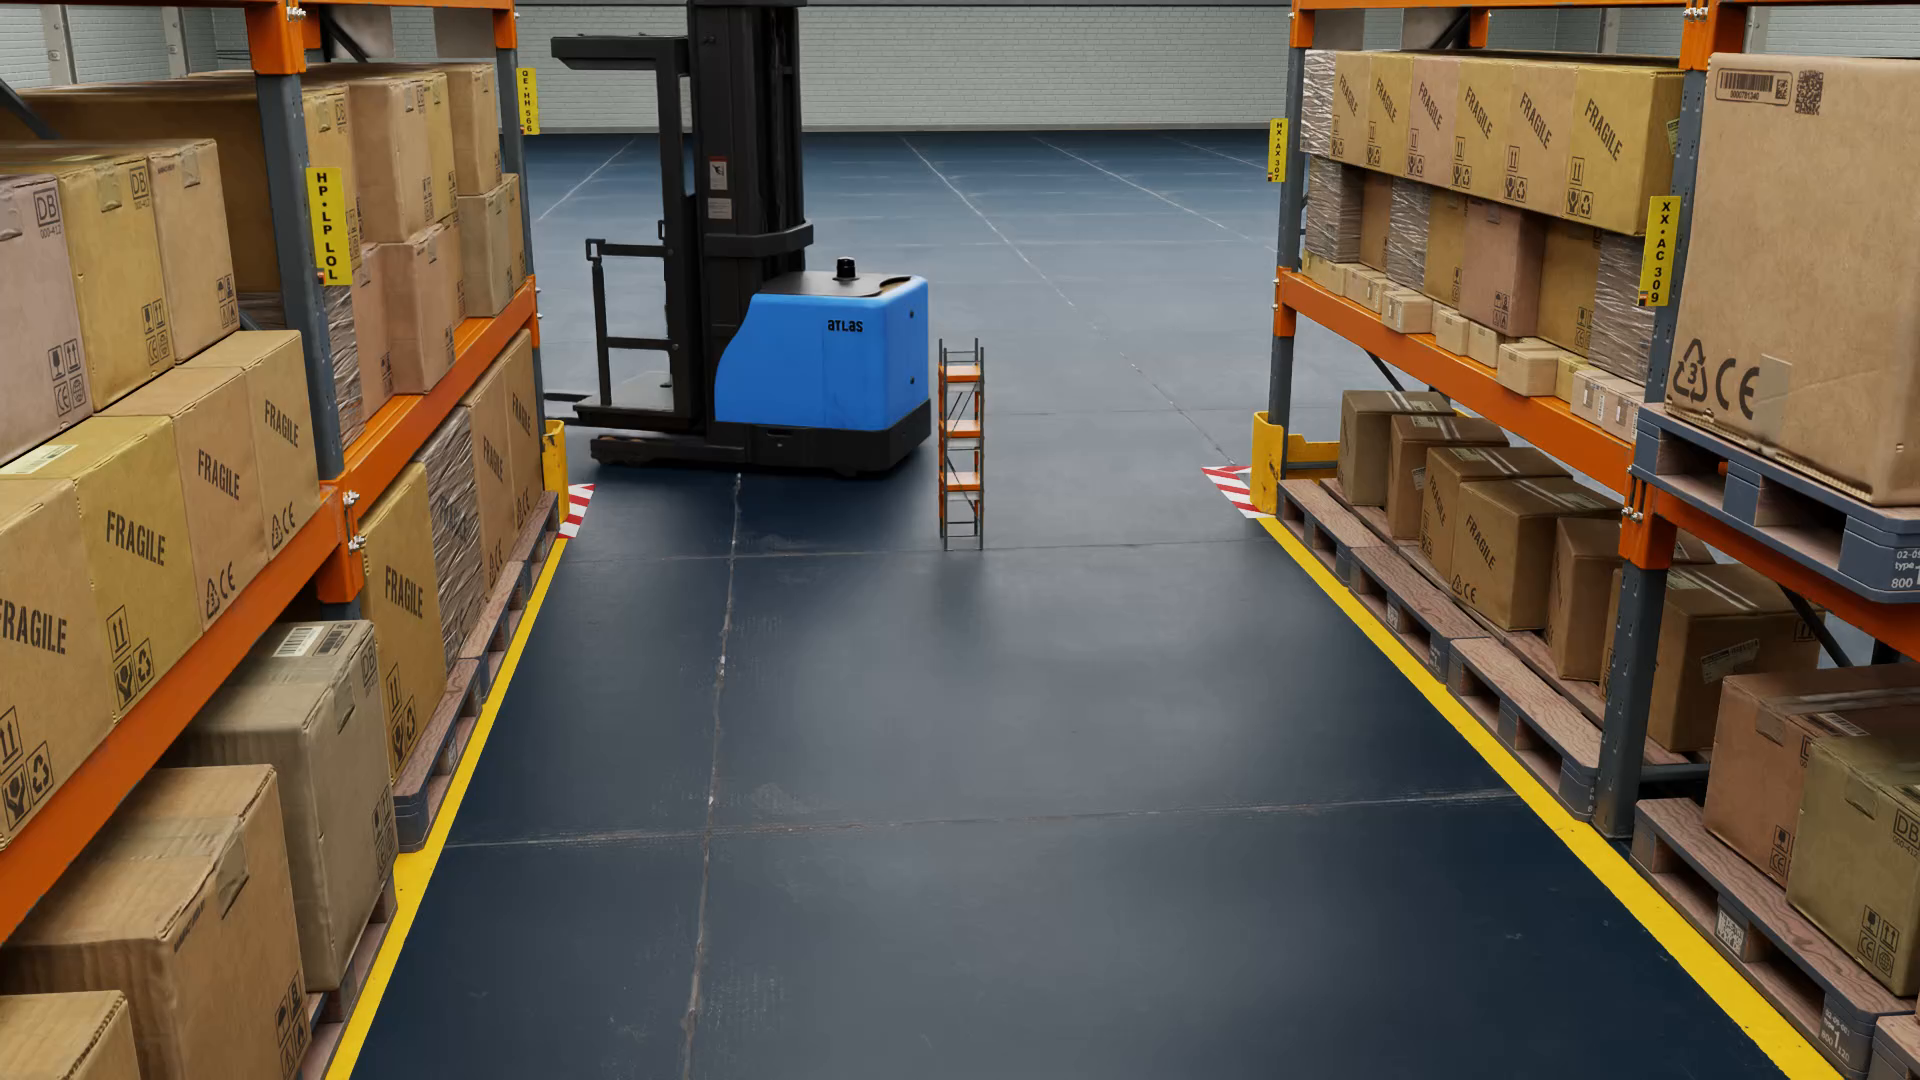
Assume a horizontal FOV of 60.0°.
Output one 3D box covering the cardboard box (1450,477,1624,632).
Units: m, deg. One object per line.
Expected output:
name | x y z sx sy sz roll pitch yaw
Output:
cardboard box | 2.421 0.051 6.979 0.500 0.500 0.500 -3 18 -11

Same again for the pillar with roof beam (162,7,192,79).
pillar with roof beam | -12.212 -12.897 34.734 9.100 9.000 0.400 -2 18 -6

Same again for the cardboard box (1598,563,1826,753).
cardboard box | 2.630 0.404 5.854 0.500 0.500 0.500 -2 18 -7

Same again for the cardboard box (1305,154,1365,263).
cardboard box | 2.249 -1.684 8.371 0.875 0.500 0.500 -2 18 -6

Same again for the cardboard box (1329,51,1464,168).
cardboard box | 2.049 -2.005 7.722 0.500 0.500 0.500 -2 18 -6

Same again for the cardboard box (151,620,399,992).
cardboard box | -2.159 0.710 4.461 1.050 0.750 0.750 -2 18 -6

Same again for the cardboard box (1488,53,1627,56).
cardboard box | 2.628 -1.872 7.300 0.500 0.500 0.500 -2 18 -6

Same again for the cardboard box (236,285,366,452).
cardboard box | -2.362 -0.526 5.094 0.875 0.550 0.550 -2 18 -6

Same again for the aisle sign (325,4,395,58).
aisle sign | -3.031 -2.789 8.211 0.394 0.787 0.004 -2 18 -6

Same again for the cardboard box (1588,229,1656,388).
cardboard box | 2.647 -0.793 5.533 0.875 0.500 0.500 -2 18 -6

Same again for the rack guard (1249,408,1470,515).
rack guard | 2.227 -0.444 9.258 1.175 0.500 0.348 -2 18 -6

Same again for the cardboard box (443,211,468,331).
cardboard box | -2.630 -1.165 7.129 0.875 0.550 0.550 -2 18 -6

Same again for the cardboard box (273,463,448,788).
cardboard box | -2.308 0.279 5.626 0.875 0.875 0.875 -2 17 -5

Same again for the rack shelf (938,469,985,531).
rack shelf | 0.006 -0.210 8.555 0.215 0.259 0.240 -2 18 -6

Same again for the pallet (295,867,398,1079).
pallet | -2.158 1.213 4.460 1.003 0.211 1.213 -2 18 -6

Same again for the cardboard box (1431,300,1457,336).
cardboard box | 2.227 -0.927 7.042 0.380 0.149 0.250 -2 18 -6

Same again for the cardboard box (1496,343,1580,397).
cardboard box | 2.198 -0.625 6.080 0.380 0.149 0.250 -2 18 -6

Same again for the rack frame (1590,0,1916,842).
rack frame | 2.632 -0.468 5.159 1.000 3.000 0.127 -2 18 -6

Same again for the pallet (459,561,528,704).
pallet | -2.442 0.393 7.075 1.003 0.211 1.213 -2 18 -6

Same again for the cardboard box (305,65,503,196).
cardboard box | -2.577 -1.850 7.510 0.875 0.550 0.550 -2 18 -6

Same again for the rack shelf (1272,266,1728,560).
rack shelf | 2.425 -0.720 7.165 1.077 0.370 4.000 -2 18 -6

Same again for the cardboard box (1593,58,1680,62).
cardboard box | 2.734 -1.574 6.351 0.500 0.500 0.500 -2 18 -6

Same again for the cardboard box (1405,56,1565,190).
cardboard box | 2.160 -1.707 6.774 0.500 0.500 0.500 -2 18 -6

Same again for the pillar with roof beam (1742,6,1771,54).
pillar with roof beam | 11.175 -11.816 31.292 9.100 9.000 0.400 -2 18 -6

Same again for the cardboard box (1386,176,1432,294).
cardboard box | 2.428 -1.389 7.430 0.875 0.500 0.500 -2 18 -6

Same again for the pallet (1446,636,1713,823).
pallet | 2.527 0.664 6.211 1.003 0.211 1.213 -2 18 -6

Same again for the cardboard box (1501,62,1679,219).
cardboard box | 2.259 -1.409 5.824 0.500 0.500 0.500 -2 18 -6

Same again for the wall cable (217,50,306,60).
wall cable | -15.482 -12.201 37.701 3.097 2.526 0.112 -2 18 -6

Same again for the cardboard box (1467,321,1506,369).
cardboard box | 2.237 -0.777 6.563 0.380 0.149 0.250 -2 18 -6

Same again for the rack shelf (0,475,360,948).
rack shelf | -2.106 0.594 2.977 1.077 0.370 4.000 -2 18 -6

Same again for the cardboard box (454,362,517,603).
cardboard box | -2.496 -0.261 7.347 0.875 0.875 0.875 -2 18 -7

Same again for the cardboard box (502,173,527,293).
cardboard box | -2.642 -1.499 8.193 0.875 0.550 0.550 -2 18 -6

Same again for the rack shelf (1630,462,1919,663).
rack shelf | 2.838 0.471 3.369 1.077 0.370 4.000 -2 18 -6

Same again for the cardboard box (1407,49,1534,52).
cardboard box | 2.522 -2.170 8.248 0.500 0.500 0.500 -2 18 -6

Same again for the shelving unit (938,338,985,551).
shelving unit | 0.006 -0.485 8.469 0.215 1.050 0.252 -2 18 -6

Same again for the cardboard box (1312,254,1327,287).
cardboard box | 2.018 -1.372 8.460 0.380 0.149 0.250 -2 18 -6

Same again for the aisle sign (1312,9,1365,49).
aisle sign | 1.914 -2.909 8.595 0.394 0.787 0.004 -2 18 -6

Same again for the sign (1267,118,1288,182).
sign | 1.679 -2.056 8.772 0.100 0.325 0.005 -2 18 -6

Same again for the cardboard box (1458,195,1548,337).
cardboard box | 2.478 -1.089 6.475 0.875 0.500 0.500 -2 18 -6

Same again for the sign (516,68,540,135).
sign | -2.184 -2.214 8.394 0.100 0.325 0.005 -2 18 -6

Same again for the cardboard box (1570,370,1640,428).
cardboard box | 2.301 -0.478 5.610 0.380 0.149 0.250 -2 18 -6

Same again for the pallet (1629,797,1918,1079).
pallet | 2.713 1.095 4.838 1.003 0.211 1.213 -2 18 -6

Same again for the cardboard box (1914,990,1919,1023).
cardboard box | 2.762 1.008 3.898 0.700 0.500 0.500 -3 18 -10

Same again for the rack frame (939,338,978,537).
rack frame | -0.007 -0.521 8.585 0.200 1.050 0.008 -2 18 -6

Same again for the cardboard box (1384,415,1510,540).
cardboard box | 2.363 -0.304 8.109 0.500 0.500 0.500 3 18 9

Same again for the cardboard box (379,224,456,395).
cardboard box | -2.380 -0.853 6.137 0.875 0.550 0.550 -2 18 -6

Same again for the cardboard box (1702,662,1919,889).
cardboard box | 2.674 0.699 4.883 0.700 0.500 0.500 -3 18 -10

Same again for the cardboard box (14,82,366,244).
cardboard box | -2.489 -1.203 5.447 0.875 0.550 0.550 -2 18 -6

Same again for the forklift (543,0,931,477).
forklift | -1.758 -1.994 10.137 3.031 2.935 1.130 5 18 15

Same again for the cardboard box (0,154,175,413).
cardboard box | -2.200 -0.568 3.644 0.700 0.500 0.500 -2 18 -7

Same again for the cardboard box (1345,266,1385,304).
cardboard box | 2.075 -1.224 7.986 0.380 0.149 0.250 -2 18 -6

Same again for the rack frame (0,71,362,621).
rack frame | -2.312 -0.345 4.767 1.000 3.000 0.127 -2 18 -6

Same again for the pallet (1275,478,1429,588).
pallet | 2.276 -0.063 8.526 1.003 0.211 1.213 -2 18 -6

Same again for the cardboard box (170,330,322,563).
cardboard box | -1.993 -0.245 4.283 0.500 0.500 0.500 -2 18 -6

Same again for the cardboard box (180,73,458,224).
cardboard box | -2.470 -1.525 6.475 0.875 0.550 0.500 -2 18 -6

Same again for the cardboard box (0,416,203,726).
cardboard box | -1.888 0.056 3.324 0.500 0.500 0.500 -2 17 -5

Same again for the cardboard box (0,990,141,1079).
cardboard box | -1.967 1.275 2.661 1.050 0.750 0.750 -2 17 -5

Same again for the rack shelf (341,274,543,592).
rack shelf | -2.519 -0.597 6.773 1.077 0.370 4.000 -2 18 -6

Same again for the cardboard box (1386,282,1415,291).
cardboard box | 2.147 -1.075 7.513 0.380 0.149 0.250 -2 18 -6
